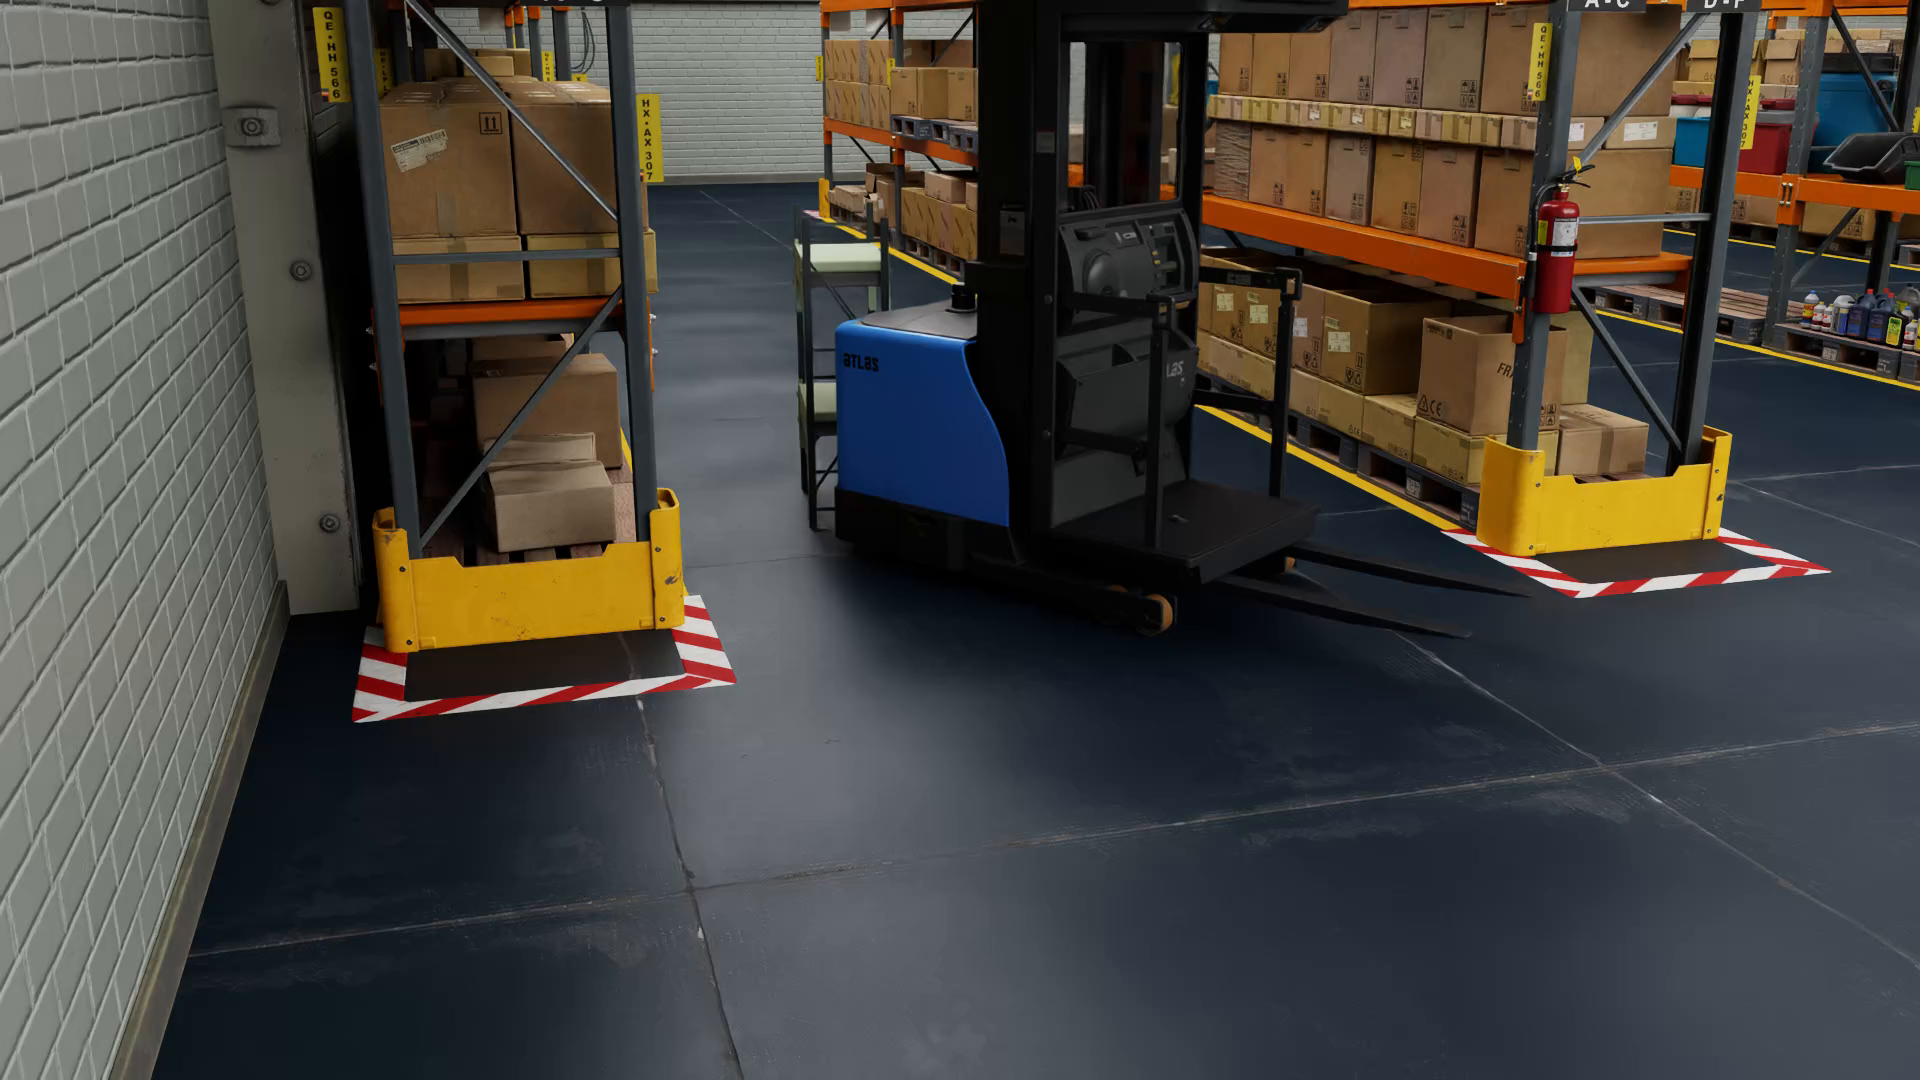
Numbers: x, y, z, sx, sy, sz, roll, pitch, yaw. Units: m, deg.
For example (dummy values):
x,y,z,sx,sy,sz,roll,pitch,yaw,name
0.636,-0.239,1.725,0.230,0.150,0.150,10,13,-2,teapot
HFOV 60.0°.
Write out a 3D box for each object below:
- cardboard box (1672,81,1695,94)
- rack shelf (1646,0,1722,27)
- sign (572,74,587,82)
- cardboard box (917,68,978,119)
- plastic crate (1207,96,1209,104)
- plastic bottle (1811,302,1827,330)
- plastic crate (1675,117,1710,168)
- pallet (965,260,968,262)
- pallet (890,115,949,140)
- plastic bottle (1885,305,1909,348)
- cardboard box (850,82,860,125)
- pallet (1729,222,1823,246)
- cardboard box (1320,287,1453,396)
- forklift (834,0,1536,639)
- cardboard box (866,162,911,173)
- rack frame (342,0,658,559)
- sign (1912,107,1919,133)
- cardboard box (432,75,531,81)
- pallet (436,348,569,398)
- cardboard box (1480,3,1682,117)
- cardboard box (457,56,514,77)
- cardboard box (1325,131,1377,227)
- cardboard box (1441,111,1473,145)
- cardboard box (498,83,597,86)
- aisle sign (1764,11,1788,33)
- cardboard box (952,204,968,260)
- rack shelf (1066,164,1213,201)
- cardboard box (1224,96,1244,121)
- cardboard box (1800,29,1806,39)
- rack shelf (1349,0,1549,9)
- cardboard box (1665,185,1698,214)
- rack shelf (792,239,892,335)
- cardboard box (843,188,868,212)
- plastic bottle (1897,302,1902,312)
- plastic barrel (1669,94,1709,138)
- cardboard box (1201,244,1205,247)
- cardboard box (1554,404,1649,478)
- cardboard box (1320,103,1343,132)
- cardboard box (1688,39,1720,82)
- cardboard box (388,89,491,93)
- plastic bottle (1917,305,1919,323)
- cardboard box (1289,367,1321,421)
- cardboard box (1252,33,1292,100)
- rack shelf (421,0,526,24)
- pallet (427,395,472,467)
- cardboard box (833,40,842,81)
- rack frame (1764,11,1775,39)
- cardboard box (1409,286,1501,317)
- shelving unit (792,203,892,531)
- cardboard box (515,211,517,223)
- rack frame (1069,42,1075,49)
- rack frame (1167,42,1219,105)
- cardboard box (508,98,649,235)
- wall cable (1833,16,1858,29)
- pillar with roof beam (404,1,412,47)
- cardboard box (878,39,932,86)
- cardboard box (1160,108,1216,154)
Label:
x,y,z,sx,sy,sz,roll,pitch,yaw,name
9.173,-5.459,20.739,0.500,0.500,0.500,-5,17,-15,cardboard box
8.738,-7.204,22.756,1.077,0.370,4.000,-5,17,-15,rack shelf
-2.282,-2.630,9.990,0.100,0.325,0.005,-5,17,-15,sign
-0.074,-4.691,17.452,0.700,0.500,0.500,-2,17,-6,cardboard box
3.358,-5.945,22.717,0.416,0.233,0.300,-5,17,-15,plastic crate
6.418,-1.674,12.409,0.097,0.201,0.097,0,17,0,plastic bottle
6.121,-3.227,13.508,0.392,0.384,0.575,-5,17,-15,plastic crate
0.692,-2.544,16.054,1.003,0.211,1.213,-5,17,-15,pallet
-0.124,-4.455,17.902,1.003,0.211,1.213,-5,17,-15,pallet
6.604,-1.506,11.710,0.061,0.283,0.133,-4,17,-13,plastic bottle
-1.052,-5.367,20.432,0.500,0.500,0.500,-4,17,-15,cardboard box
9.911,-3.677,19.827,1.003,0.211,1.213,-5,17,-15,pallet
2.337,-1.101,9.148,0.500,0.500,0.500,-5,17,-15,cardboard box
0.875,-1.190,6.820,3.031,2.935,1.130,13,21,38,forklift
-0.952,-4.765,22.182,0.500,0.500,0.500,-5,17,-15,cardboard box
-1.703,-1.064,6.281,1.000,3.000,0.127,-5,17,-15,rack frame
7.255,-3.127,12.667,0.100,0.325,0.005,-5,17,-15,sign
-3.763,-3.407,13.140,0.700,0.500,0.500,-7,18,-22,cardboard box
-3.017,-1.050,11.082,1.003,0.211,1.213,-5,17,-15,pallet
2.929,-2.271,7.869,0.700,0.500,0.500,-5,17,-15,cardboard box
-3.675,-3.666,12.875,0.380,0.149,0.250,-8,18,-24,cardboard box
2.515,-2.063,9.432,0.700,0.500,0.500,-4,17,-14,cardboard box
2.627,-2.049,8.258,0.380,0.149,0.250,-5,17,-16,cardboard box
-2.232,-2.224,9.063,0.500,0.500,0.500,-5,17,-16,cardboard box
12.676,-8.271,25.753,0.394,0.787,0.004,-5,17,-15,aisle sign
0.236,-3.067,16.528,0.500,0.500,0.500,-5,18,-17,cardboard box
1.410,-2.772,13.217,1.077,0.370,4.000,-5,17,-15,rack shelf
1.917,-2.763,10.635,0.380,0.149,0.250,-4,17,-14,cardboard box
12.998,-7.414,24.991,0.500,0.500,0.500,-4,17,-14,cardboard box
5.075,-5.706,17.769,1.077,0.370,4.000,-5,17,-15,rack shelf
9.482,-4.566,20.904,1.225,0.875,0.875,-5,17,-15,cardboard box
-0.586,-1.253,8.160,0.431,0.370,0.720,-2,17,-8,rack shelf
-1.186,-4.327,21.158,0.500,0.250,0.500,-5,17,-15,cardboard box
6.702,-1.571,11.947,0.097,0.271,0.097,0,17,0,plastic bottle
6.351,-3.624,14.565,0.433,0.535,0.433,0,17,0,plastic barrel
1.662,-2.275,13.388,0.500,0.311,0.500,-4,17,-14,cardboard box
3.126,-0.507,8.476,0.500,0.250,0.500,-5,17,-15,cardboard box
2.277,-2.404,9.440,0.380,0.149,0.250,-5,17,-16,cardboard box
9.471,-5.911,20.498,0.797,0.503,0.637,-5,17,-17,cardboard box
-2.450,-1.897,7.975,0.500,0.500,0.500,-4,17,-14,cardboard box
7.095,-1.633,12.145,0.152,0.276,0.135,-5,17,-15,plastic bottle
2.204,-0.880,9.718,0.500,0.250,0.500,-5,17,-15,cardboard box
2.228,-2.971,10.199,0.700,0.500,0.500,-5,17,-15,cardboard box
-4.451,-4.922,15.162,1.077,0.370,4.000,-5,17,-15,rack shelf
-2.584,-0.652,9.756,1.003,0.211,1.213,-5,17,-15,pallet
-1.319,-6.122,21.206,0.500,0.500,0.500,-5,17,-15,cardboard box
12.985,-7.029,26.138,1.000,3.000,0.127,-5,17,-15,rack frame
2.837,-1.142,9.285,0.500,0.500,0.500,-5,17,-15,cardboard box
-0.586,-0.879,8.272,0.431,1.500,0.755,-2,17,-8,shelving unit
-1.688,-1.305,7.307,0.500,0.250,0.500,-5,18,-17,cardboard box
0.861,-3.670,14.955,1.000,3.000,0.127,-5,17,-15,rack frame
3.426,-6.273,23.622,1.000,3.000,0.127,-5,17,-15,rack frame
-1.545,-1.517,6.711,0.500,0.500,0.500,-5,17,-15,cardboard box
17.505,-9.608,32.958,0.588,1.984,0.122,-5,17,-15,wall cable
-3.534,-9.382,23.543,9.100,9.000,0.400,-5,17,-15,pillar with roof beam
-0.627,-5.422,18.878,0.500,0.500,0.500,-5,17,-15,cardboard box
1.620,-2.971,12.454,0.500,0.500,0.500,-3,17,-11,cardboard box
